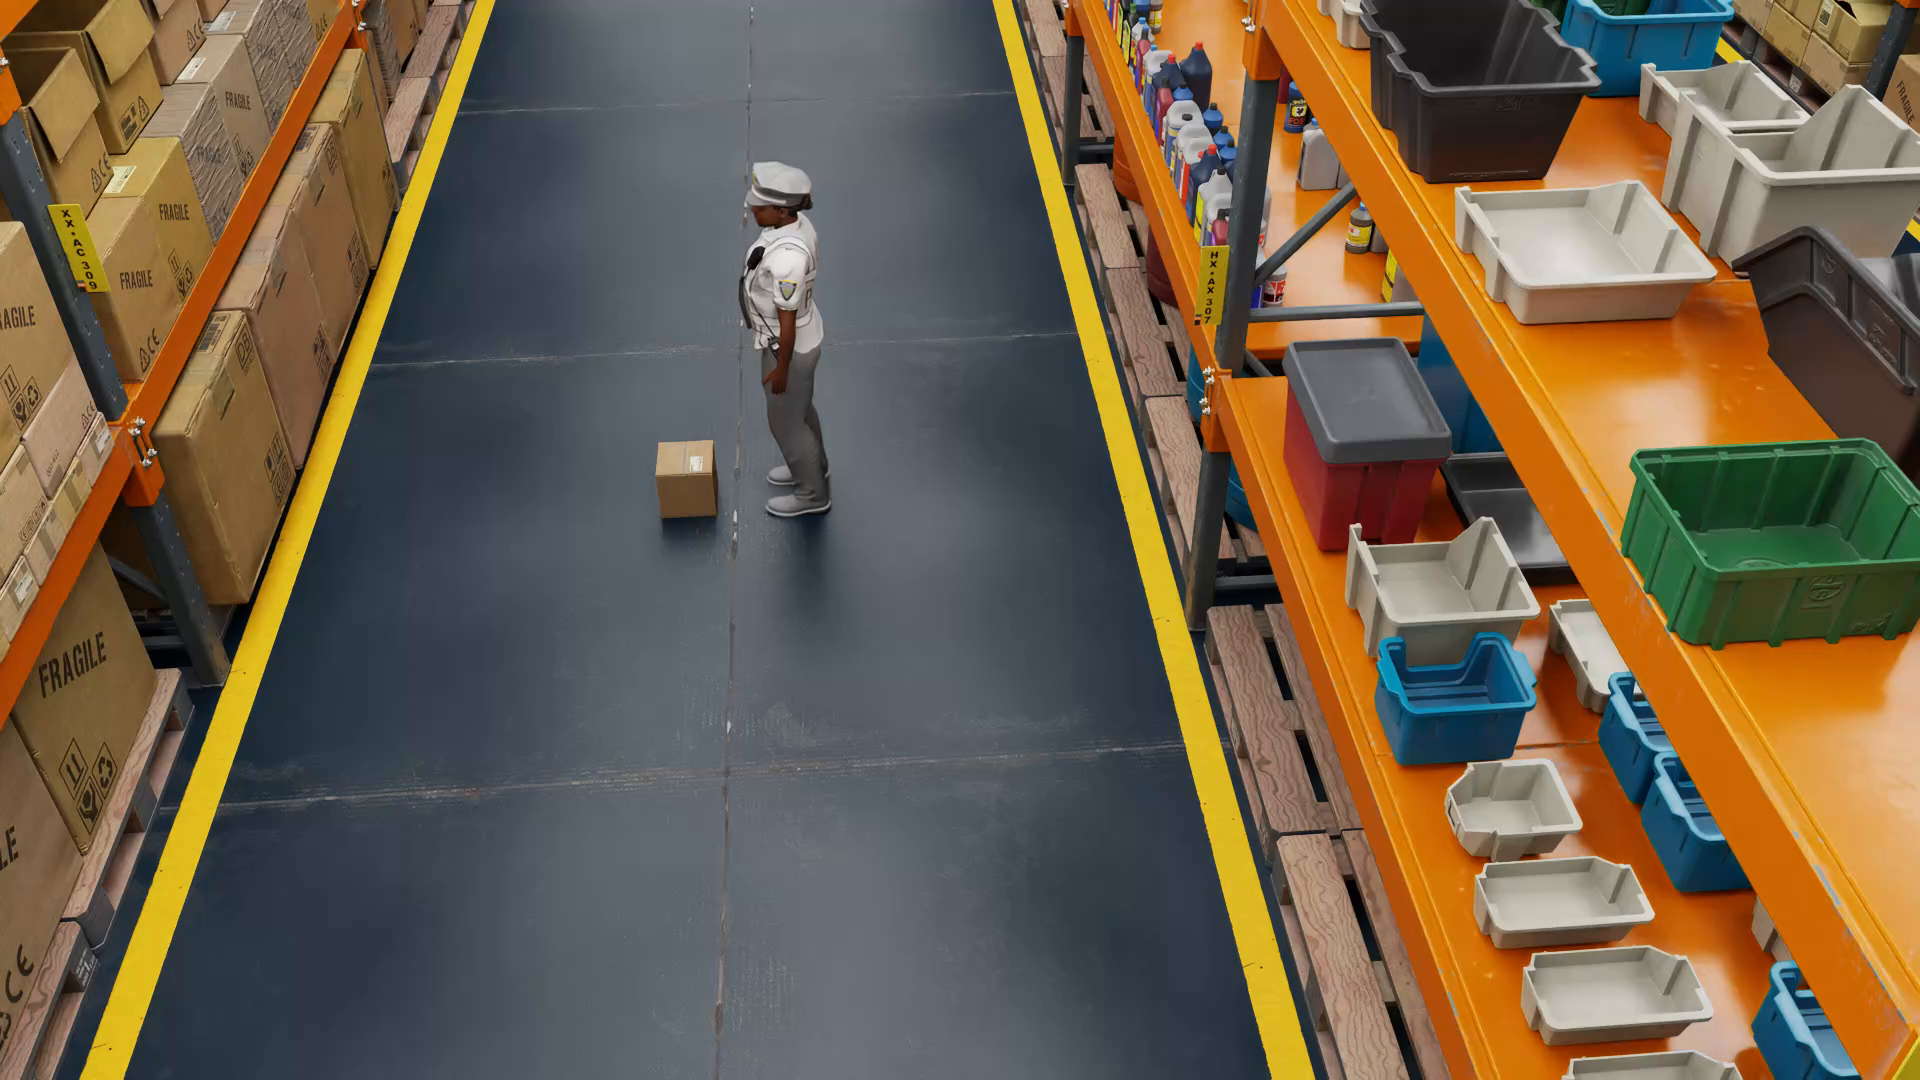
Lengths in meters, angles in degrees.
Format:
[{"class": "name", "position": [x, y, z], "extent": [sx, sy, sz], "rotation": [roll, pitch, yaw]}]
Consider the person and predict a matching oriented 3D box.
[{"class": "person", "position": [-0.753, -0.841, 7.175], "extent": [0.340, 1.679, 0.436], "rotation": [-2, 39, -3]}]
